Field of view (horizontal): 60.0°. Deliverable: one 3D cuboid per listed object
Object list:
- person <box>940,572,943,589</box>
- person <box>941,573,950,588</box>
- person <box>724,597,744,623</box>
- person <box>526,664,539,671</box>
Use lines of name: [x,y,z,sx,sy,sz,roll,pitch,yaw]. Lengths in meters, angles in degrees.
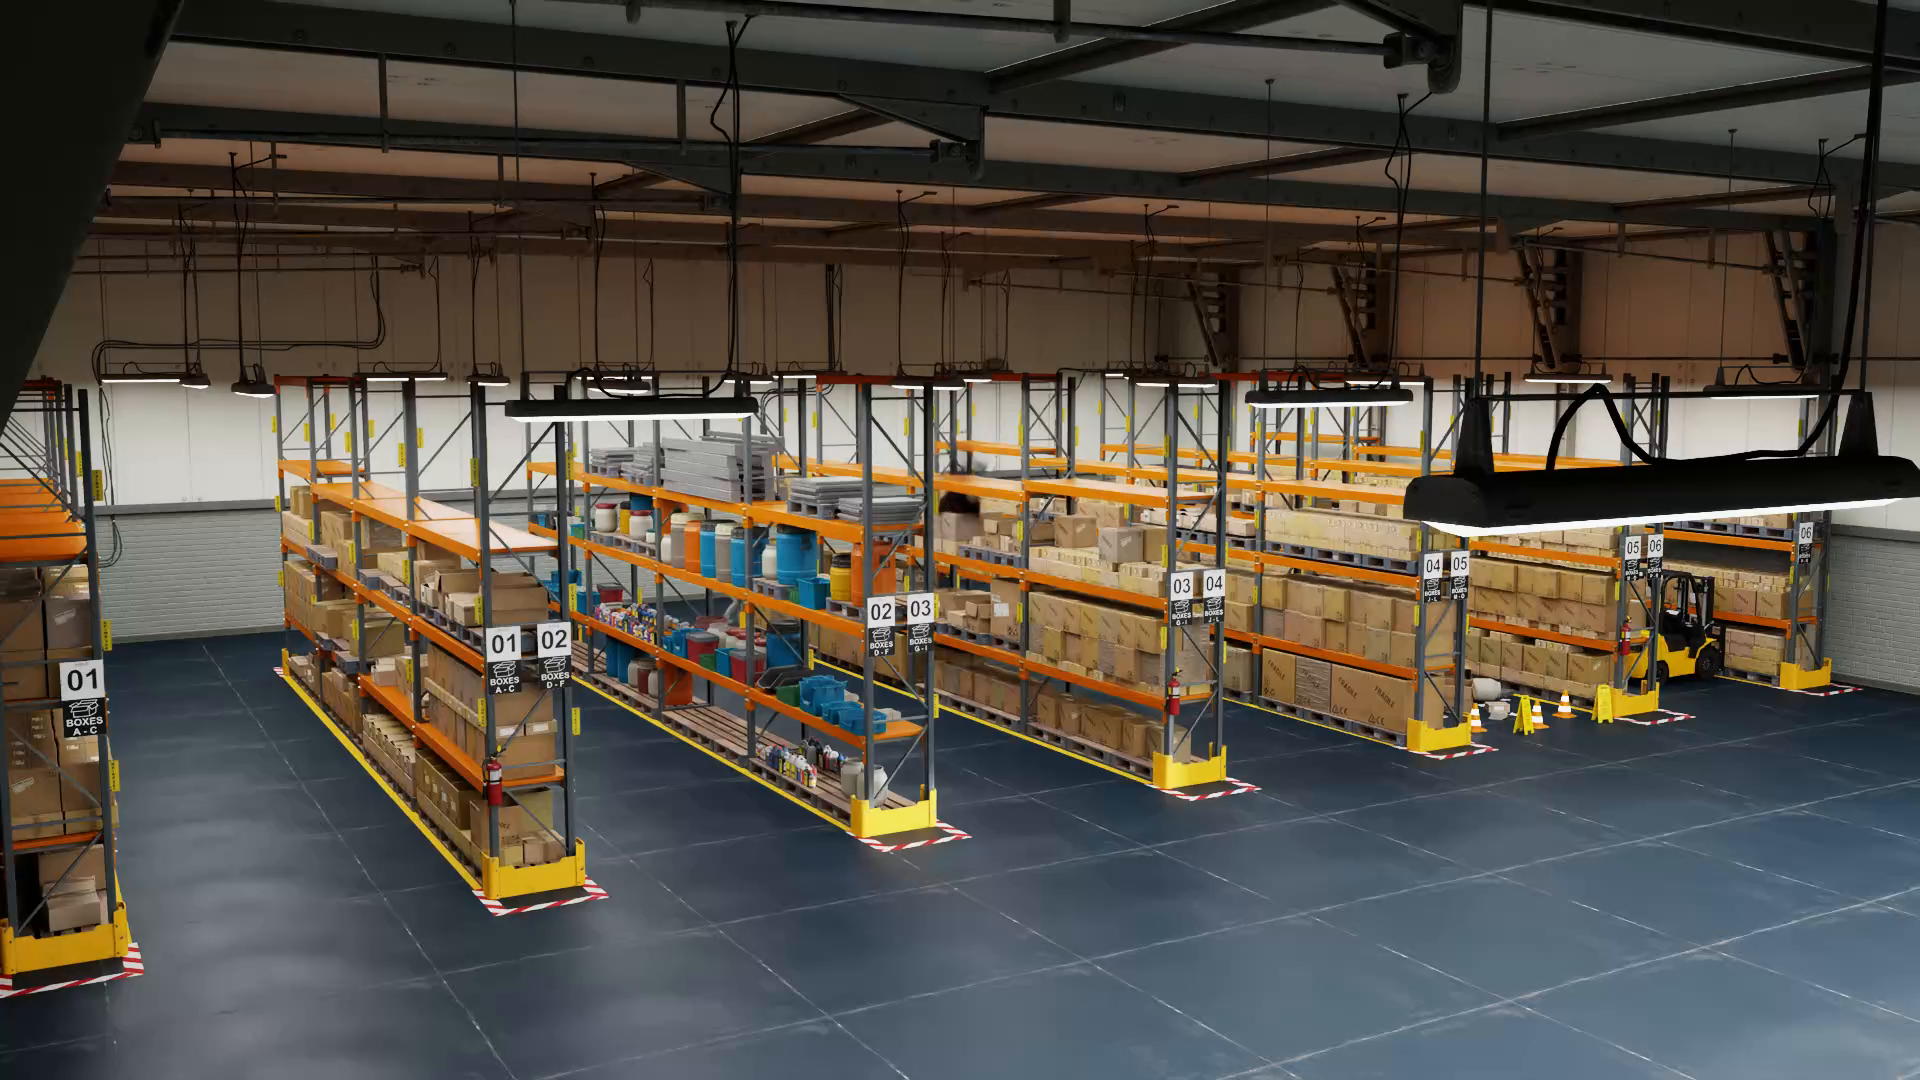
person: [-0.624,0.846,41.976,0.988,1.798,0.713,-4,7,-32]
person: [-0.240,0.895,42.281,0.783,1.654,0.722,1,6,7]
person: [-5.295,1.192,39.528,0.727,1.738,0.613,-2,7,-17]
person: [-7.621,2.336,29.211,0.558,1.616,0.580,6,9,45]
